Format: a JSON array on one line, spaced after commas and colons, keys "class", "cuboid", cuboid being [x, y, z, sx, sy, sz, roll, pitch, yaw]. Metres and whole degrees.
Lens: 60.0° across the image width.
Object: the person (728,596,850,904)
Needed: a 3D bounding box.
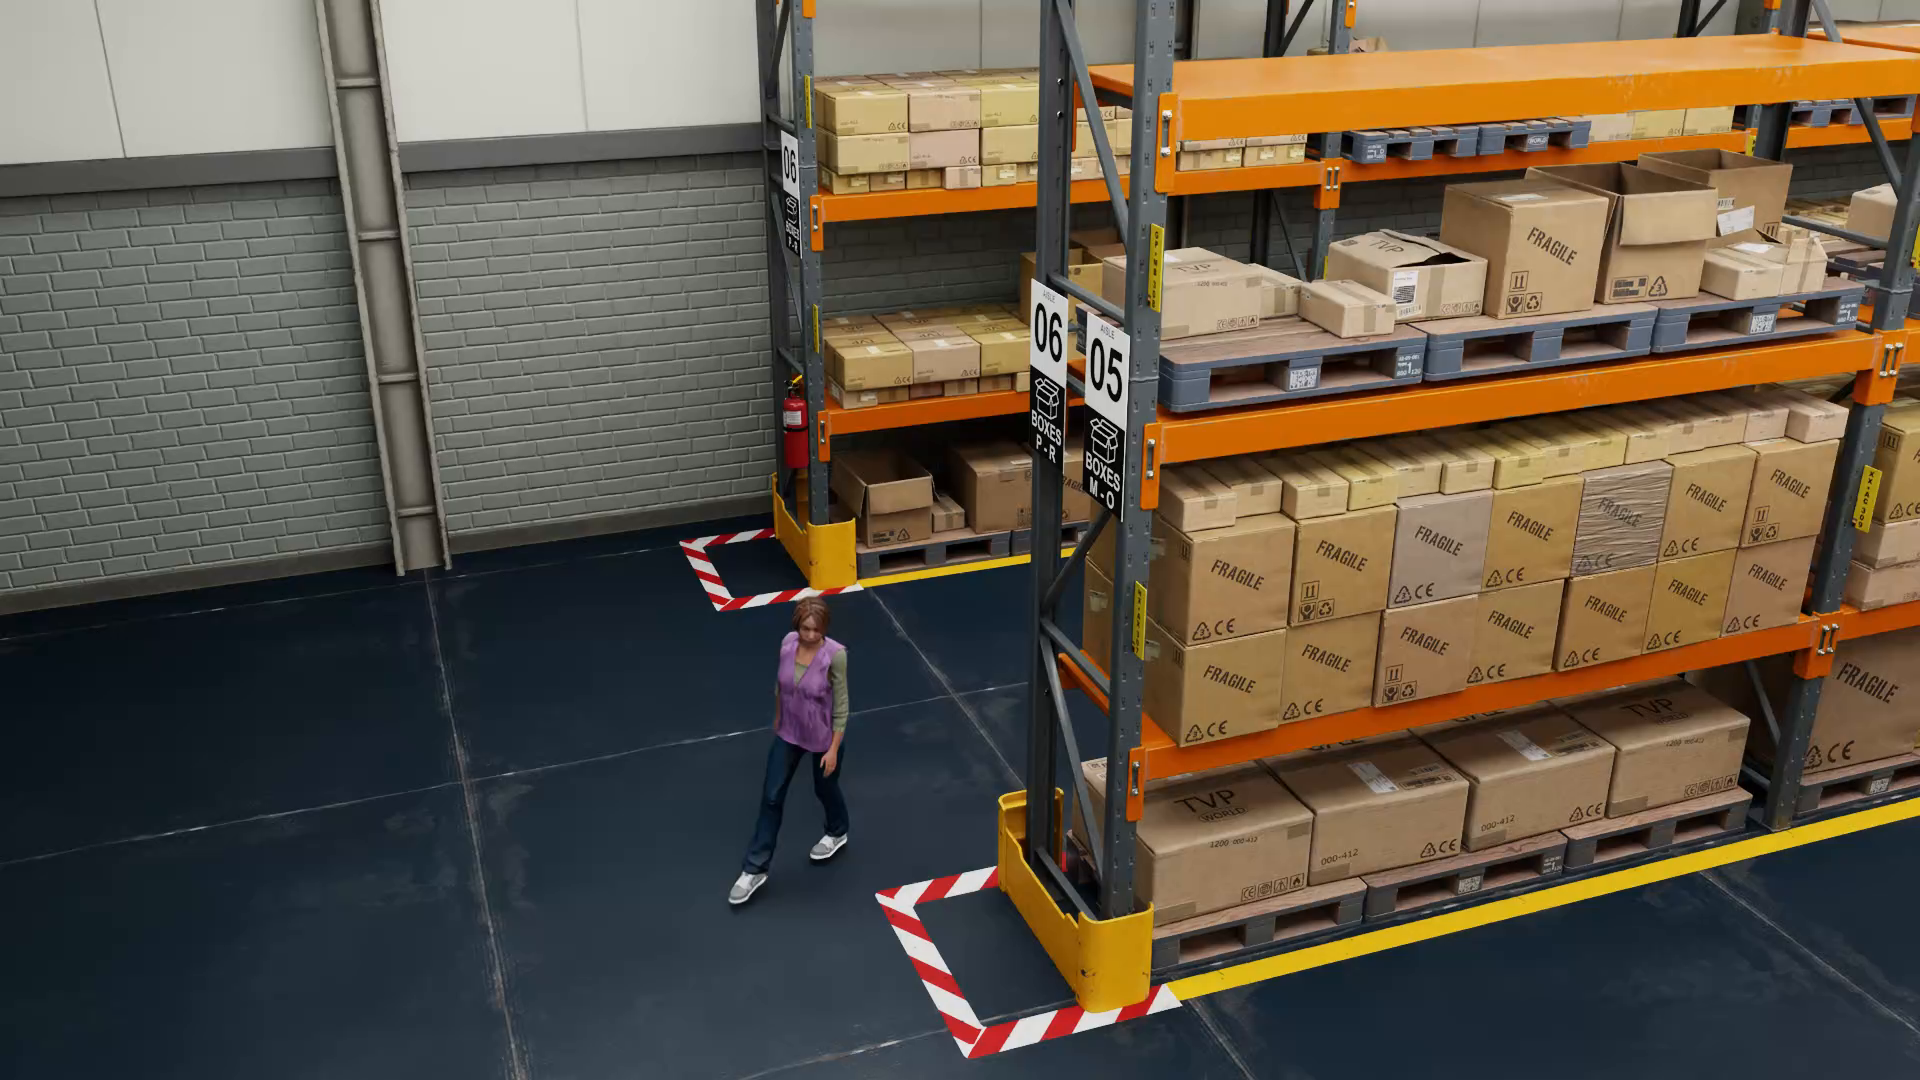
[{"class": "person", "cuboid": [-0.816, 1.025, 8.371, 0.502, 1.559, 0.812, 9, 24, 20]}]
